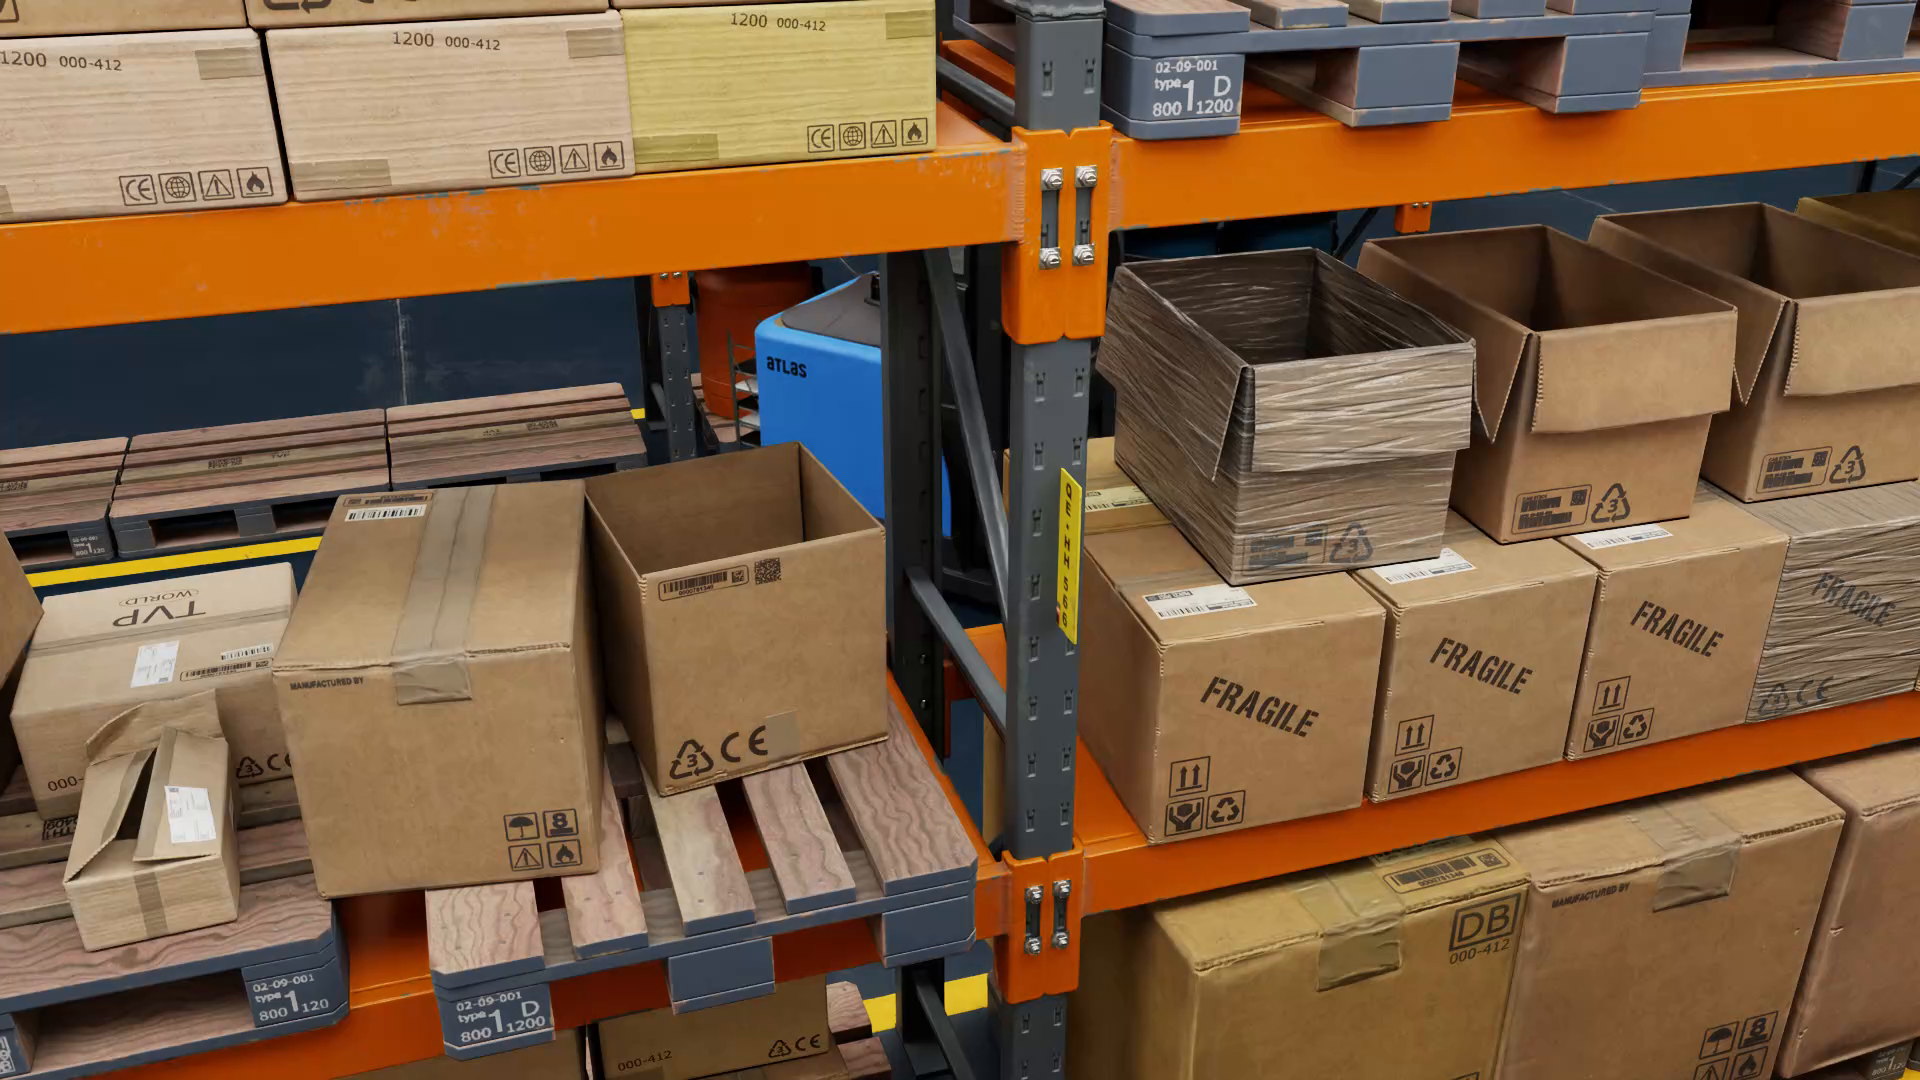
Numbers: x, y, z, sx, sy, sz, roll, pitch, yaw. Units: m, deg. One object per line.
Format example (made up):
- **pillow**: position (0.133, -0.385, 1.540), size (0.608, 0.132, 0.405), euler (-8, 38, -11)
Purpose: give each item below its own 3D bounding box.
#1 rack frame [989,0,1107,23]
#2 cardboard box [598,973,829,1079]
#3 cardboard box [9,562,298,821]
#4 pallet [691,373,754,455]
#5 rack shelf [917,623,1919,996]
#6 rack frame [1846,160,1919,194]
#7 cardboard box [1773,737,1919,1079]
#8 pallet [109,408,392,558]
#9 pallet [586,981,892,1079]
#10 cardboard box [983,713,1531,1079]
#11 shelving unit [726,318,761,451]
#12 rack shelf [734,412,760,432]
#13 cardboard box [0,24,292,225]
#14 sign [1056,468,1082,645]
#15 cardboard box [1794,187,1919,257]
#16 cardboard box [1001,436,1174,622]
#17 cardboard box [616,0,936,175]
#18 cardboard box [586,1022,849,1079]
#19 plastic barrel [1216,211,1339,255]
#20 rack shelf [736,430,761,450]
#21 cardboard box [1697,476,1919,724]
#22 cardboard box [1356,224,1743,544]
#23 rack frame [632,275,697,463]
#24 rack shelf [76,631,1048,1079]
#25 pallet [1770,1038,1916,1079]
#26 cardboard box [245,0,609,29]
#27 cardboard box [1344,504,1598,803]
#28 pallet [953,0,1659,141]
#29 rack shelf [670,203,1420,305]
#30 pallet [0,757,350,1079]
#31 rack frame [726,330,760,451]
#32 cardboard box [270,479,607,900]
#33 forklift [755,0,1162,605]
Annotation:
- **rack frame**: position (0.024, -2.401, 2.466), size (0.127, 3.000, 1.000), euler (-8, 28, -16)
- **cardboard box**: position (-0.603, 0.978, 3.879), size (0.500, 0.250, 0.500), euler (-7, 27, -14)
- **cardboard box**: position (-1.640, 0.299, 3.470), size (0.500, 0.250, 0.500), euler (-9, 28, -18)
- **pallet**: position (-0.773, -0.685, 8.892), size (1.213, 0.211, 1.003), euler (-8, 28, -16)
- **rack shelf**: position (1.926, 0.333, 4.514), size (4.000, 0.370, 1.077), euler (-8, 28, -16)
- **rack frame**: position (6.097, -2.909, 10.237), size (0.127, 3.000, 1.000), euler (-8, 28, -16)
- **cardboard box**: position (2.376, 0.719, 4.845), size (0.875, 0.875, 1.225), euler (-9, 28, -18)
- **pallet**: position (-3.416, -0.302, 8.121), size (1.213, 0.211, 1.003), euler (-8, 28, -16)
- **pallet**: position (-0.719, 1.643, 4.204), size (1.213, 0.211, 1.003), euler (-8, 28, -16)
- **cardboard box**: position (0.687, 0.964, 4.352), size (0.875, 0.875, 1.225), euler (-10, 28, -18)
- **shelving unit**: position (-0.908, -0.572, 7.881), size (0.258, 0.900, 0.210), euler (17, 32, 33)
- **rack shelf**: position (-0.907, -0.543, 7.896), size (0.258, 0.077, 0.200), euler (17, 32, 33)
- **cardboard box**: position (-1.298, -0.679, 2.539), size (0.500, 0.250, 0.500), euler (-7, 27, -15)
- **sign**: position (0.201, 0.032, 3.100), size (0.005, 0.325, 0.100), euler (-8, 28, -16)
- **cardboard box**: position (2.567, -0.577, 4.299), size (0.637, 0.503, 0.797), euler (-8, 27, -16)
- **cardboard box**: position (0.417, 0.069, 4.125), size (0.500, 0.500, 0.500), euler (-7, 27, -15)
- **cardboard box**: position (-0.352, -0.821, 2.825), size (0.500, 0.250, 0.500), euler (-8, 28, -16)
- **cardboard box**: position (-0.606, 1.310, 4.055), size (0.500, 0.500, 0.700), euler (-10, 28, -19)
- **plastic barrel**: position (1.771, -1.539, 9.364), size (0.708, 0.901, 0.600), euler (-8, 28, -16)
- **rack shelf**: position (-0.905, -0.462, 7.936), size (0.258, 0.077, 0.200), euler (17, 32, 33)
- **cardboard box**: position (2.023, 0.078, 4.107), size (0.500, 0.500, 0.500), euler (-8, 28, -16)
- **cardboard box**: position (1.345, -0.390, 3.922), size (0.637, 0.503, 0.797), euler (-8, 27, -15)
- **rack frame**: position (-1.509, -1.808, 8.018), size (0.127, 3.000, 1.000), euler (-8, 28, -16)
- **rack shelf**: position (-1.877, 0.884, 3.405), size (4.000, 0.370, 1.077), euler (-8, 28, -16)
- **pallet**: position (1.955, 1.292, 4.909), size (1.213, 0.211, 1.003), euler (-8, 28, -16)
- **cardboard box**: position (-0.836, -1.079, 2.502), size (0.500, 0.500, 0.500), euler (-8, 28, -16)
- **cardboard box**: position (1.061, 0.218, 3.825), size (0.500, 0.500, 0.500), euler (-9, 28, -17)
- **pallet**: position (0.620, -1.083, 3.398), size (1.003, 0.211, 1.213), euler (-7, 27, -14)
- **rack shelf**: position (0.392, -1.761, 8.732), size (4.000, 0.370, 1.077), euler (-8, 28, -16)
- **pallet**: position (-1.845, 0.662, 3.258), size (1.213, 0.211, 1.003), euler (-8, 28, -16)
- **rack frame**: position (-0.969, -0.535, 7.809), size (0.240, 0.900, 0.006), euler (17, 32, 33)
- **cardboard box**: position (-0.976, 0.264, 3.260), size (0.500, 0.500, 0.700), euler (-4, 27, -8)
- **forklift**: position (0.613, -1.136, 6.741), size (3.031, 2.935, 1.130), euler (15, 30, 28)
